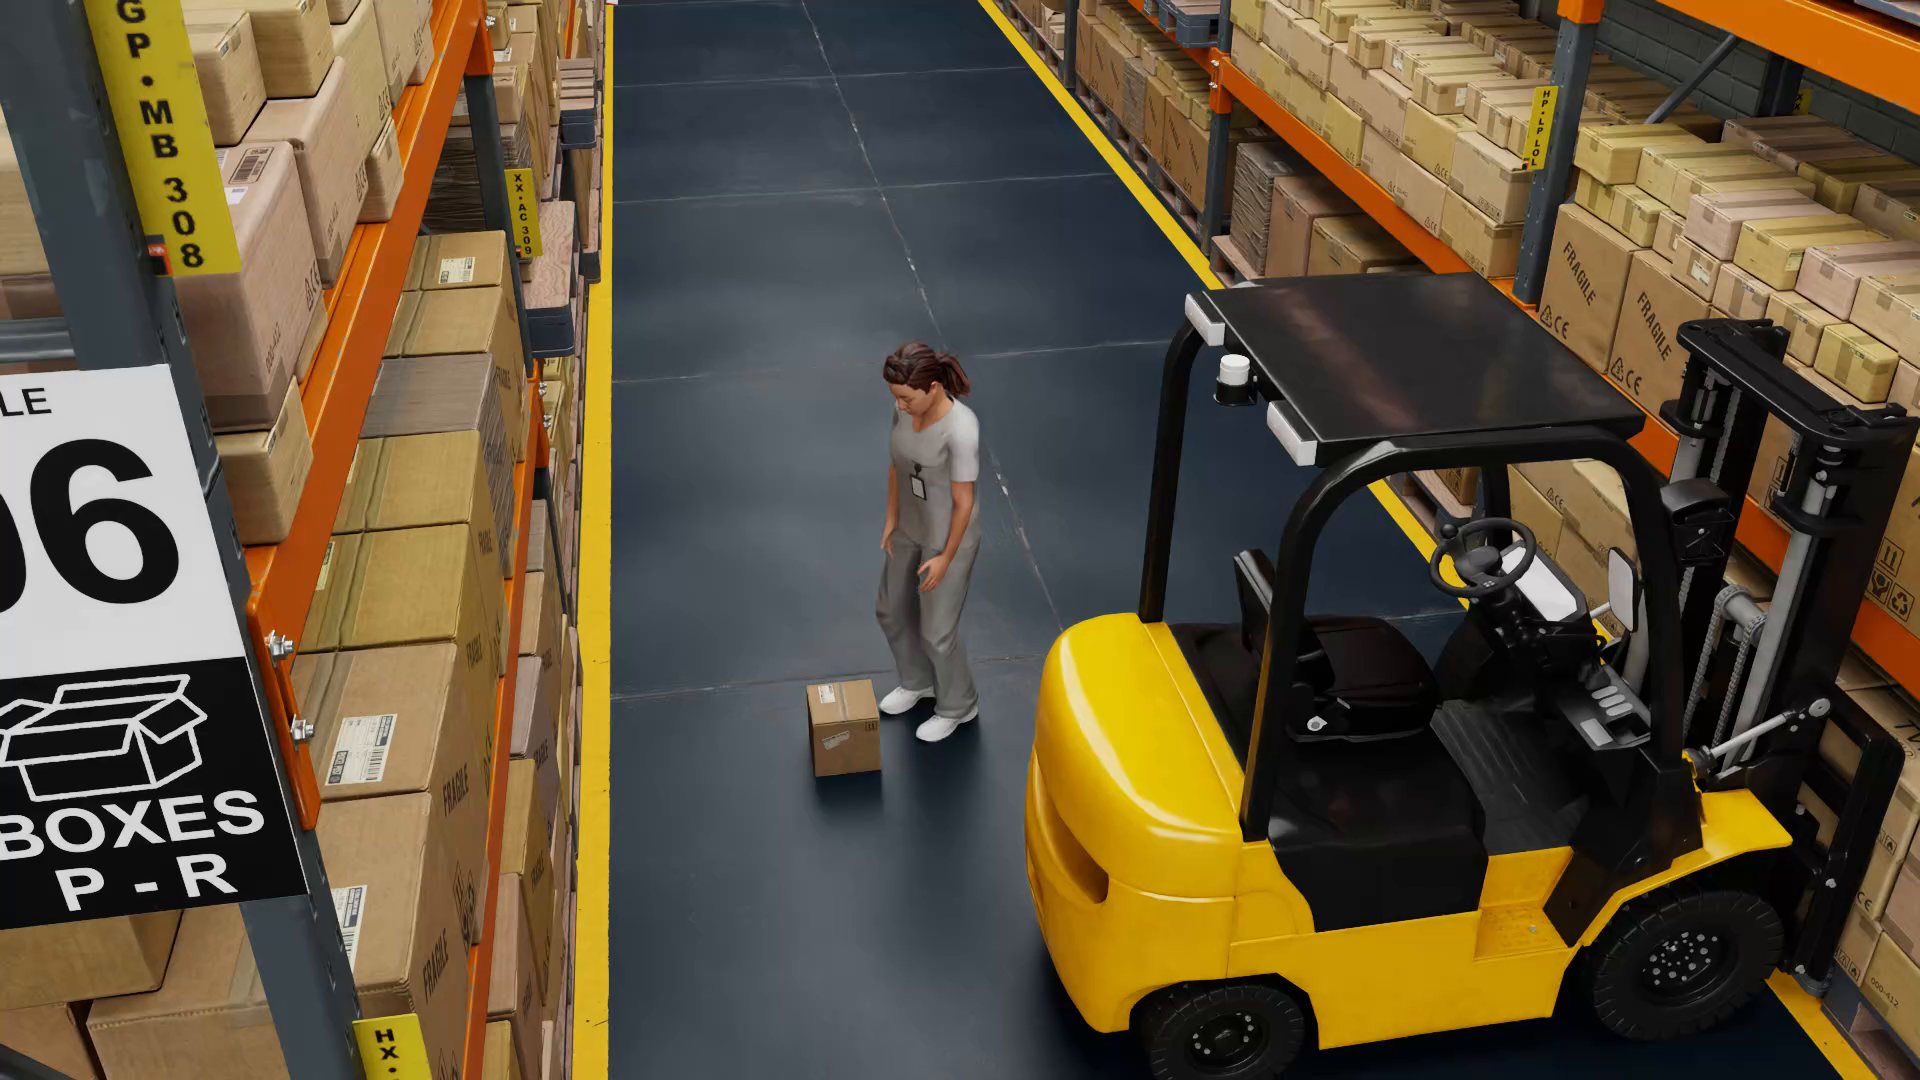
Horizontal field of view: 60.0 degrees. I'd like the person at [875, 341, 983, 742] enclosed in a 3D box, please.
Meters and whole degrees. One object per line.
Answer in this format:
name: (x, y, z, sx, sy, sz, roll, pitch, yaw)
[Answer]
person: (-0.106, 0.001, 6.179, 0.367, 1.637, 0.458, -22, 37, -32)
